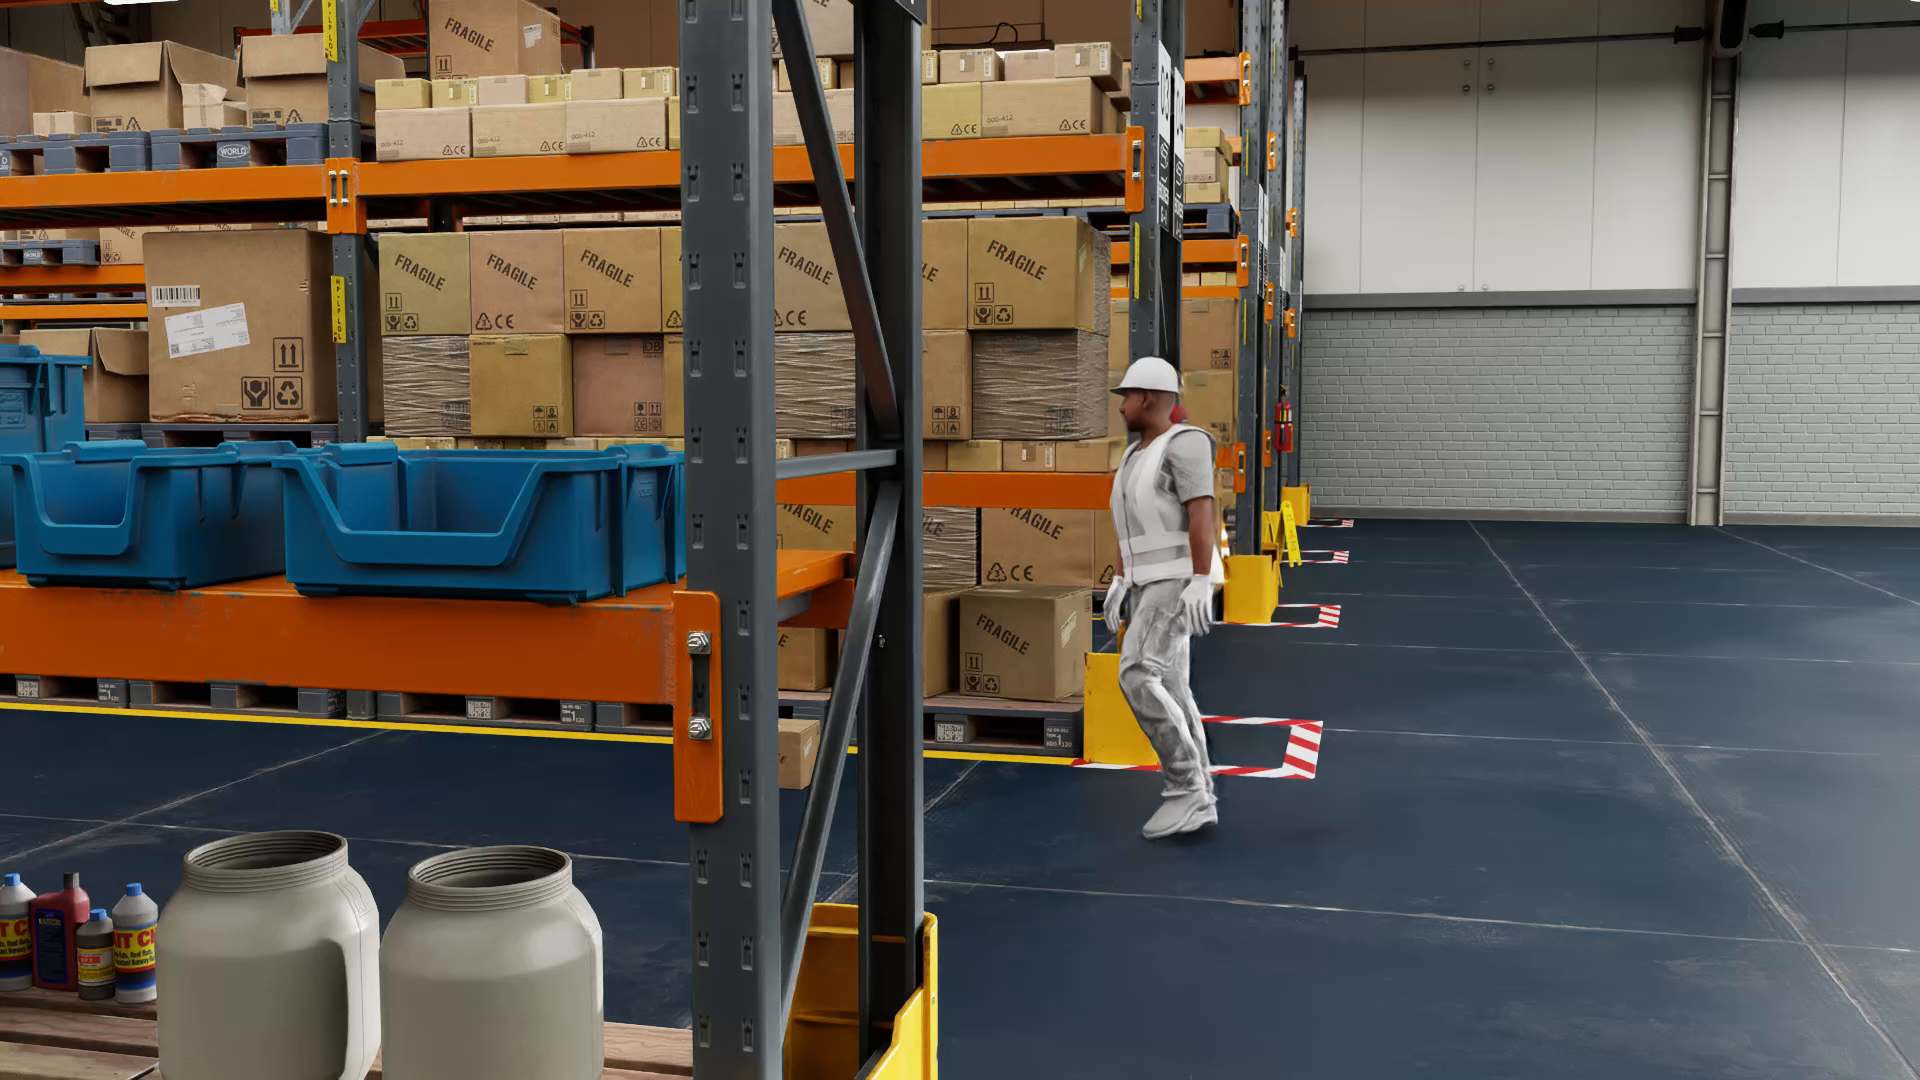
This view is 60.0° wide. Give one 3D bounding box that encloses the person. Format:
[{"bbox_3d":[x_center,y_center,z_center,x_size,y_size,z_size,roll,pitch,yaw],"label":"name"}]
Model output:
[{"bbox_3d":[0.744,0.197,6.257,0.463,1.770,0.677,-2,5,-20],"label":"person"}]
